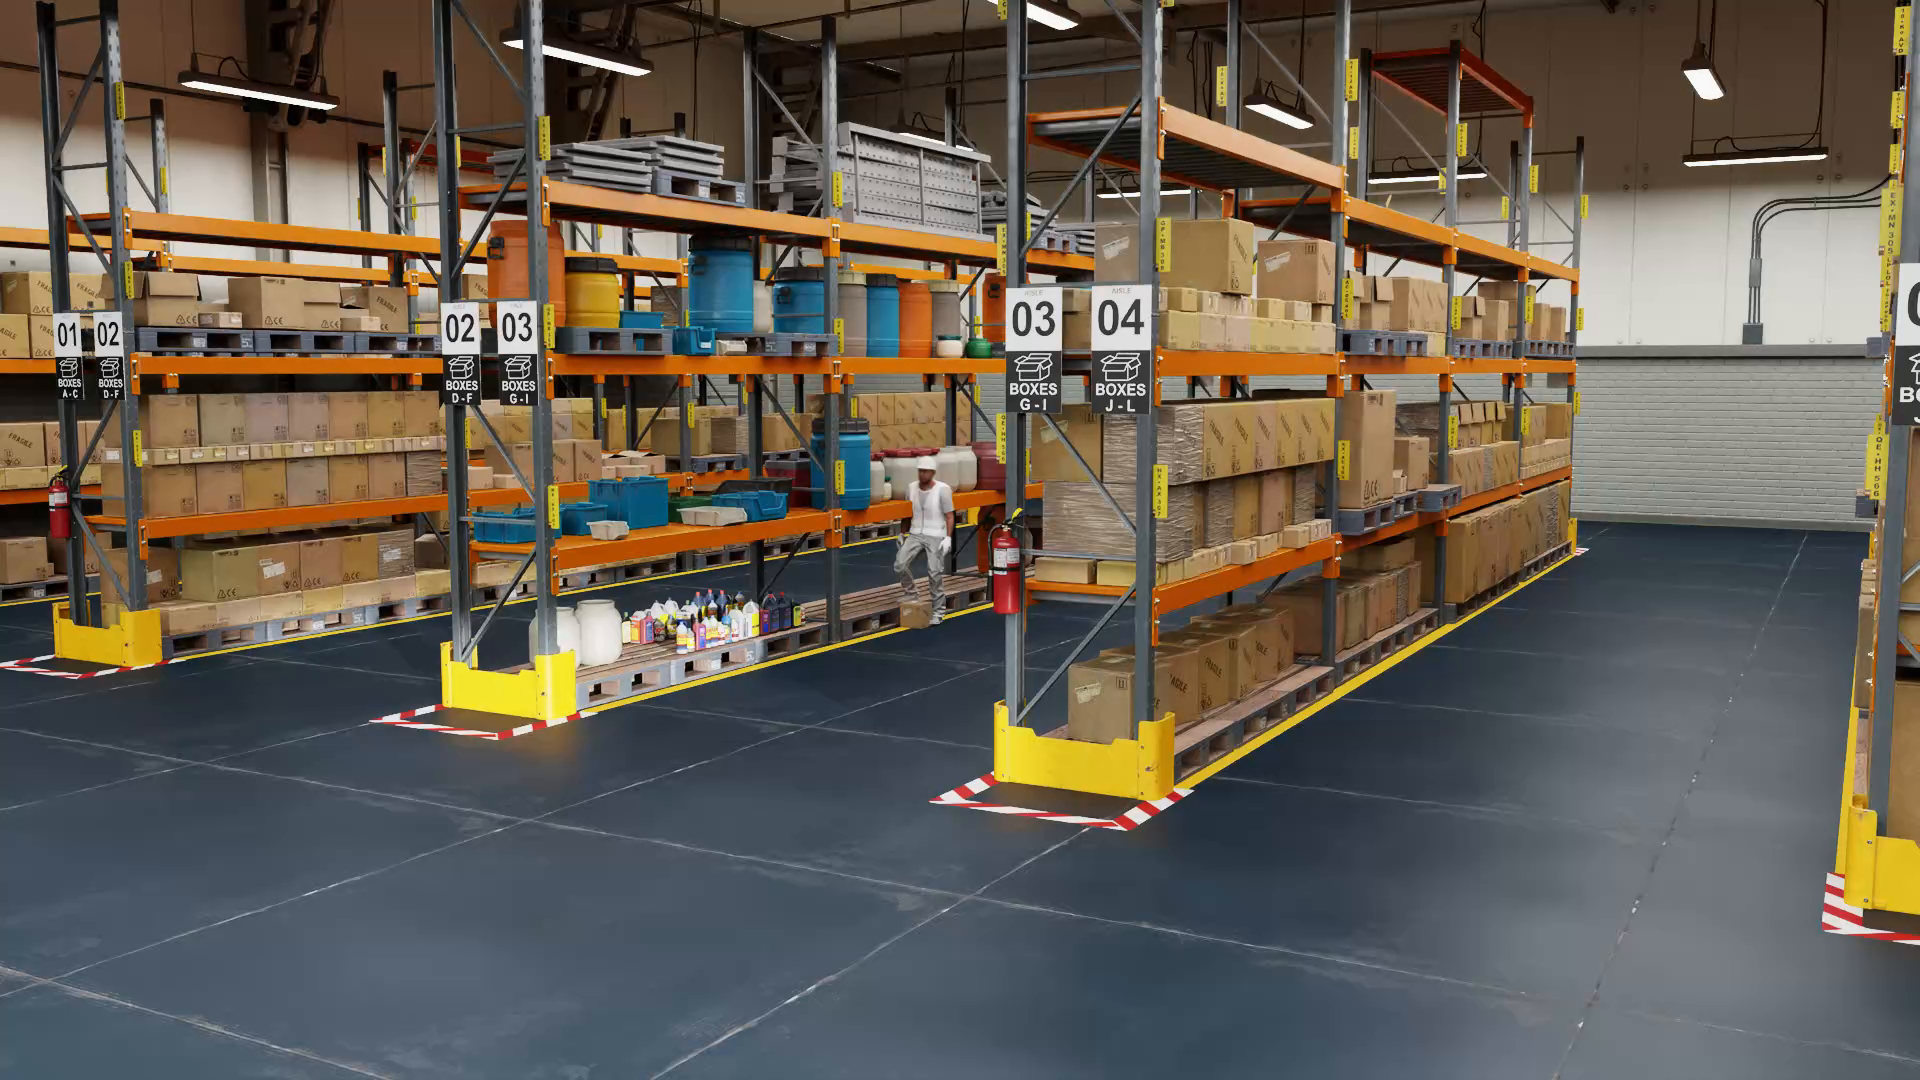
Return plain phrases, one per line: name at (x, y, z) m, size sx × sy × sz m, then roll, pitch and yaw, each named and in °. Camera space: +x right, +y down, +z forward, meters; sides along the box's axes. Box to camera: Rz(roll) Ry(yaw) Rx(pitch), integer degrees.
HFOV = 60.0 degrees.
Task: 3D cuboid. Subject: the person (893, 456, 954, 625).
person at (-0.376, 0.003, 17.528) m, size 0.629 × 1.783 × 0.518 m, roll 3°, pitch 7°, yaw 28°
